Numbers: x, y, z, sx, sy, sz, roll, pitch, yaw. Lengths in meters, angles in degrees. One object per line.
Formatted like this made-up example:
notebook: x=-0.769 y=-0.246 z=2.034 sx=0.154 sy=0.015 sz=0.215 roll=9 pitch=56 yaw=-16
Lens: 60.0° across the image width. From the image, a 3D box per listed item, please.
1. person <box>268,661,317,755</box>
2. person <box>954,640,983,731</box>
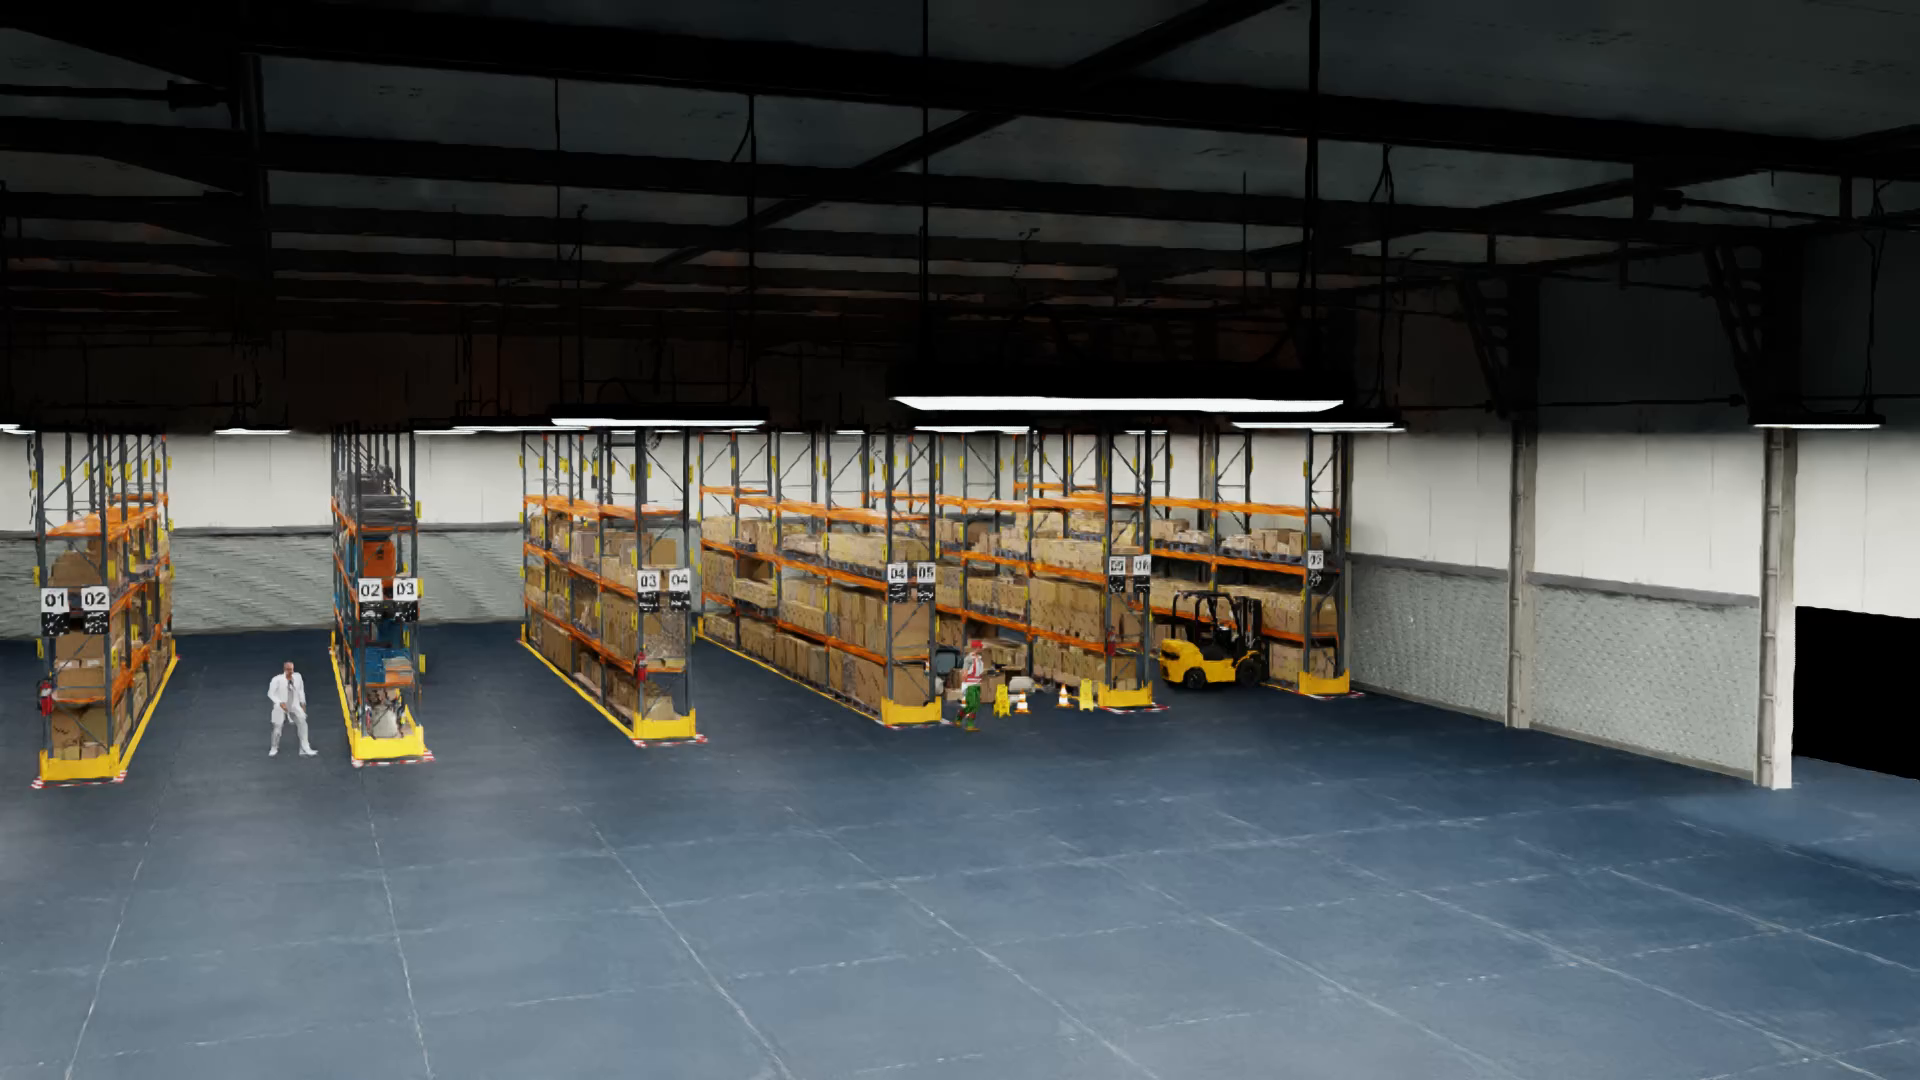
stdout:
person: x=-12.009 y=2.999 z=29.707 sx=0.735 sy=1.710 sz=0.905 roll=-3 pitch=5 yaw=-38
person: x=0.186 y=2.818 z=32.315 sx=0.572 sy=1.780 sz=0.589 roll=2 pitch=4 yaw=33
